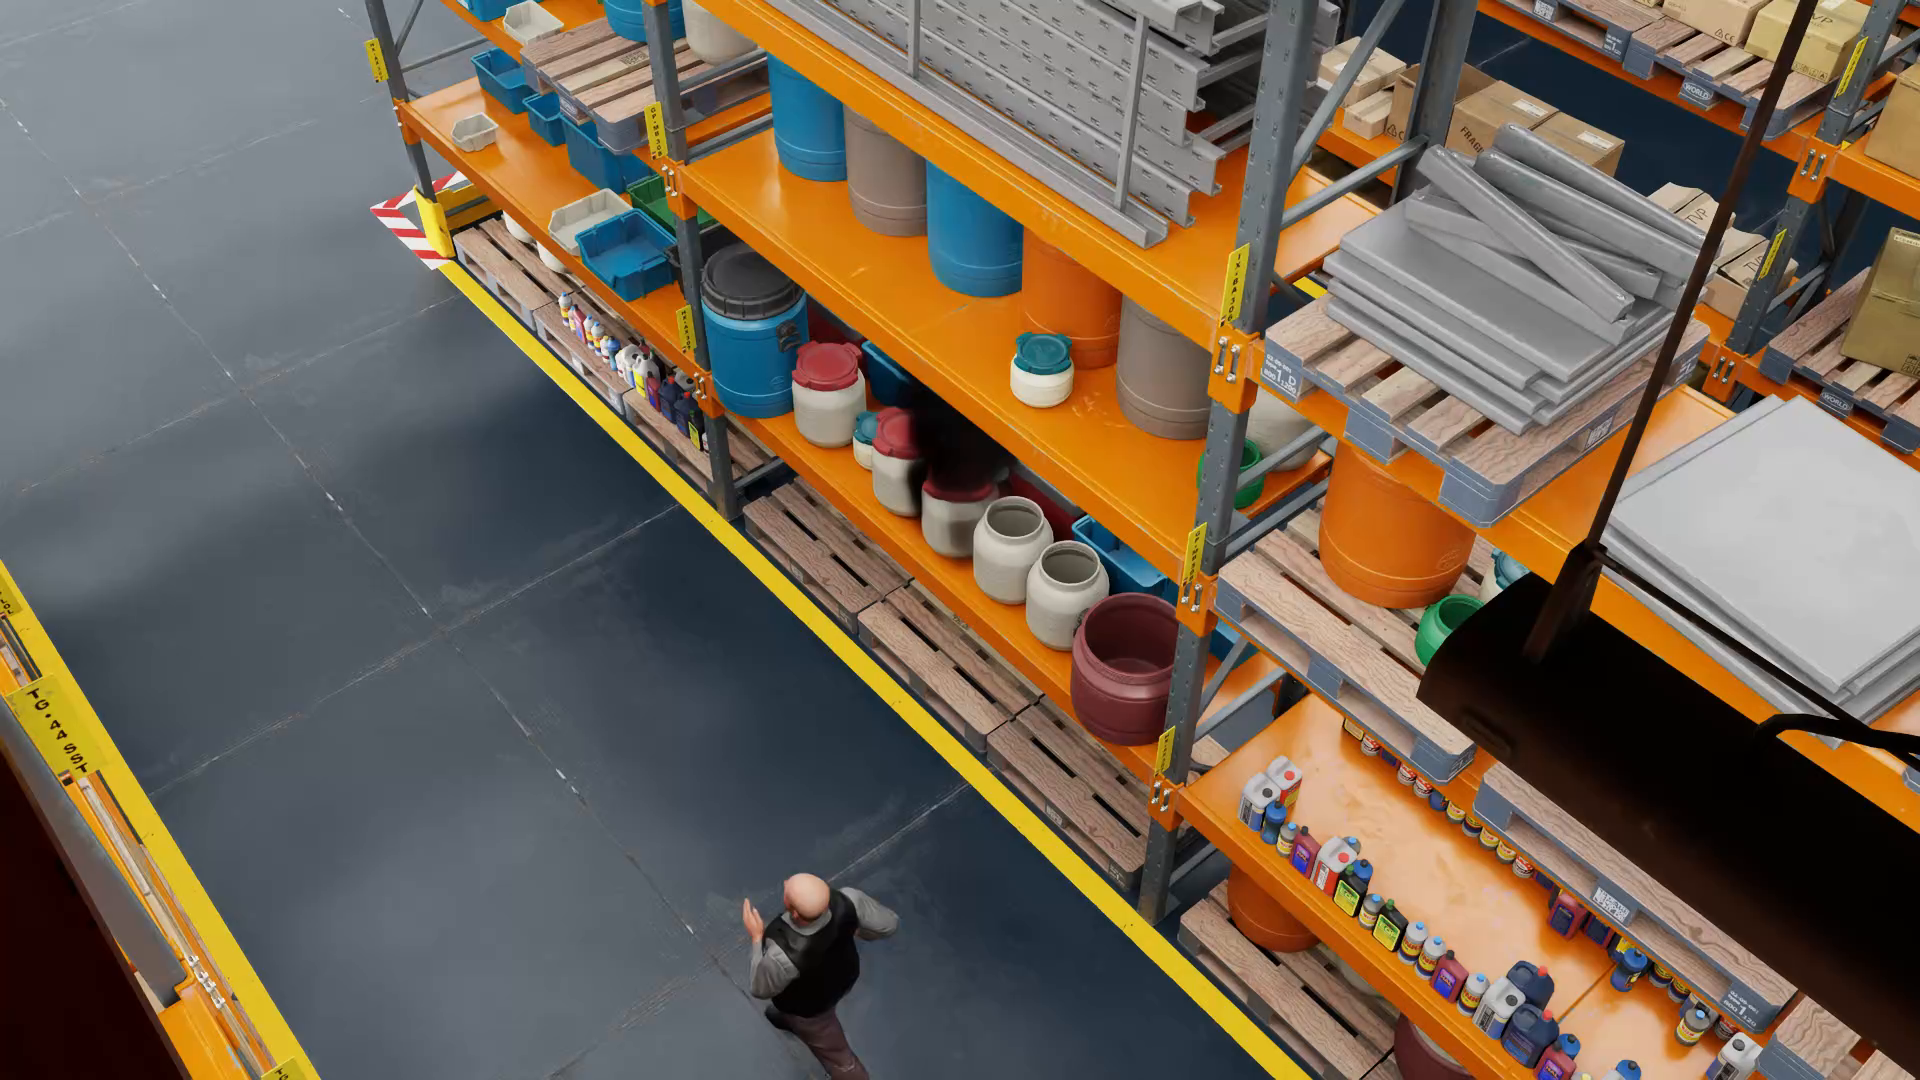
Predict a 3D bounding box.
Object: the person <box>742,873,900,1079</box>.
[{"bbox_3d":[-0.663,1.988,7.480,0.875,1.747,0.650,28,53,24],"label":"person"}]
